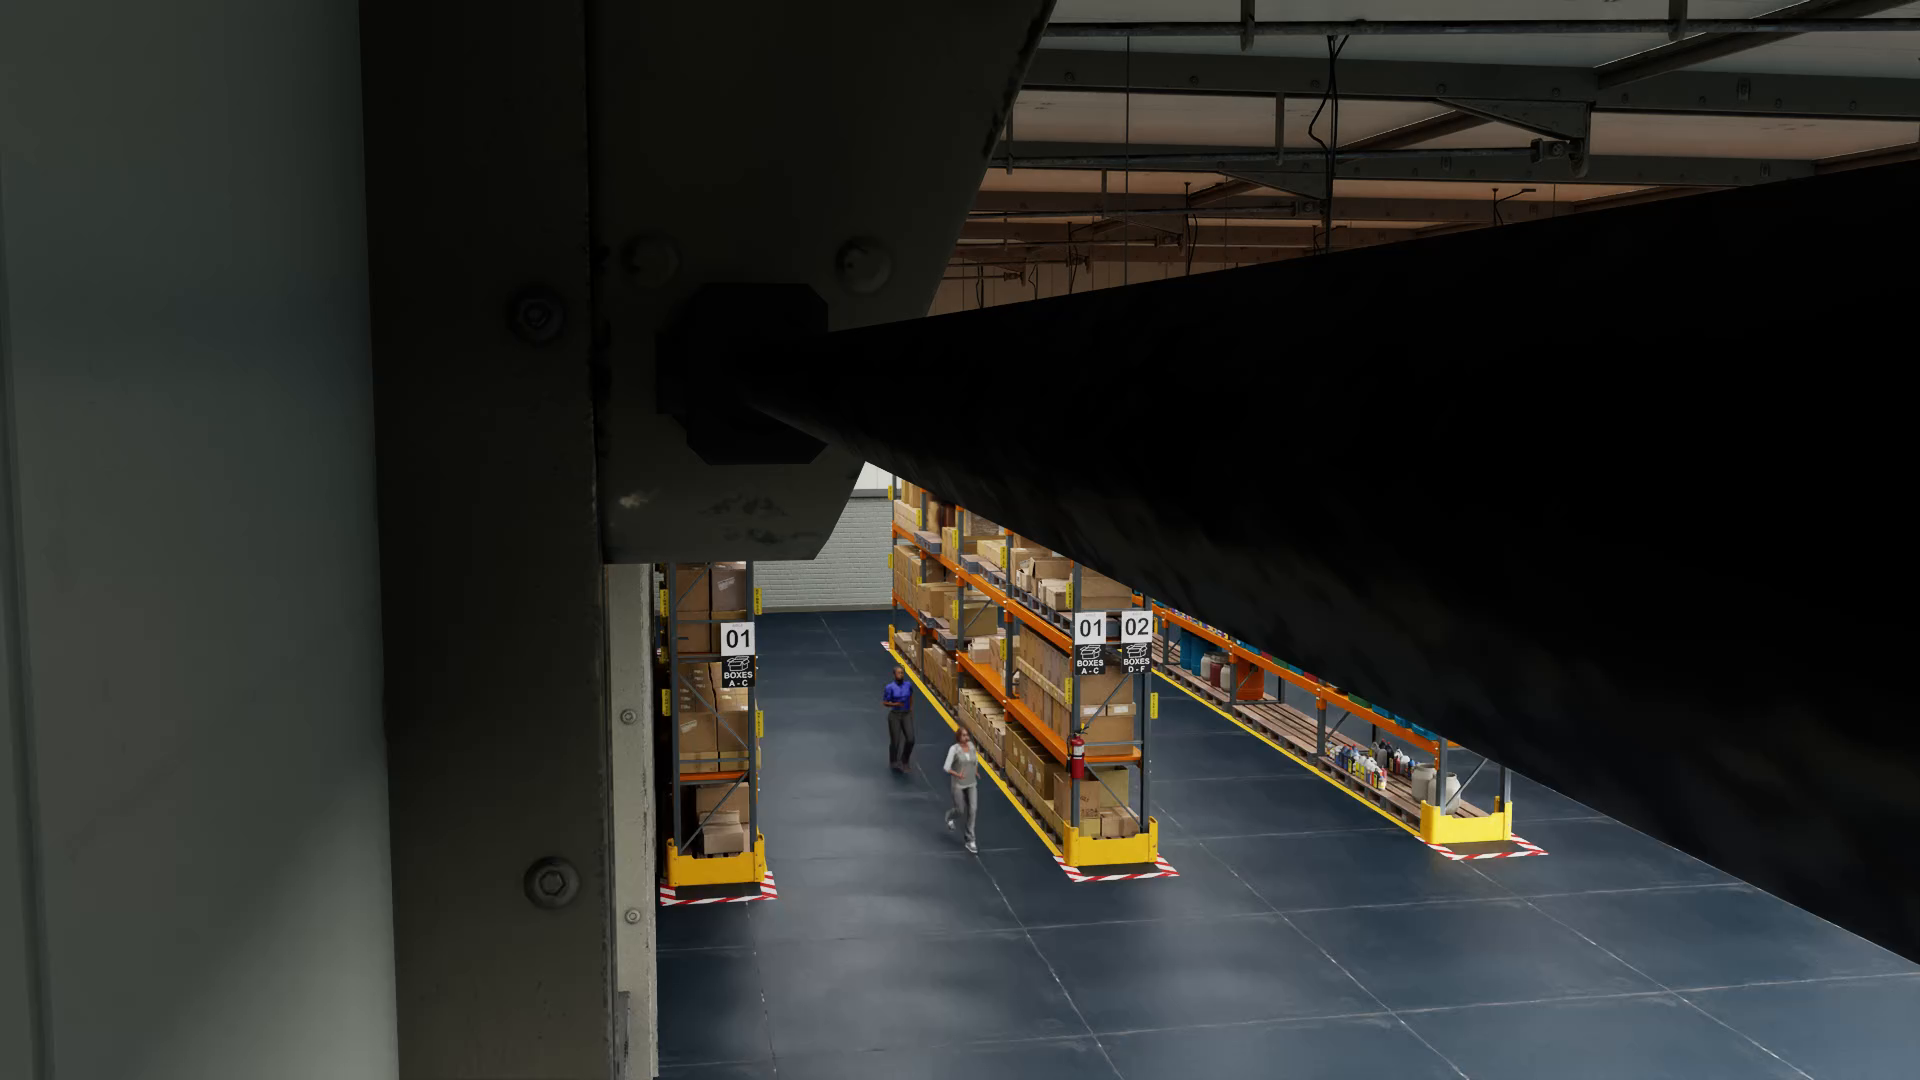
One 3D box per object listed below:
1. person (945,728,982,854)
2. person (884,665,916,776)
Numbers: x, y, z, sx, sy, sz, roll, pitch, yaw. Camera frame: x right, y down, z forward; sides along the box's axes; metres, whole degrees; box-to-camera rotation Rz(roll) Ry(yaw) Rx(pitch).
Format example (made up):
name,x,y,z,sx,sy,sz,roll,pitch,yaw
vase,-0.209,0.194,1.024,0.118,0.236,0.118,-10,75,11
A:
name,x,y,z,sx,sy,sz,roll,pitch,yaw
person,0.054,3.219,21.626,0.537,1.585,0.779,-3,7,-24
person,-0.896,2.786,25.467,0.558,1.670,0.697,-2,7,-21
